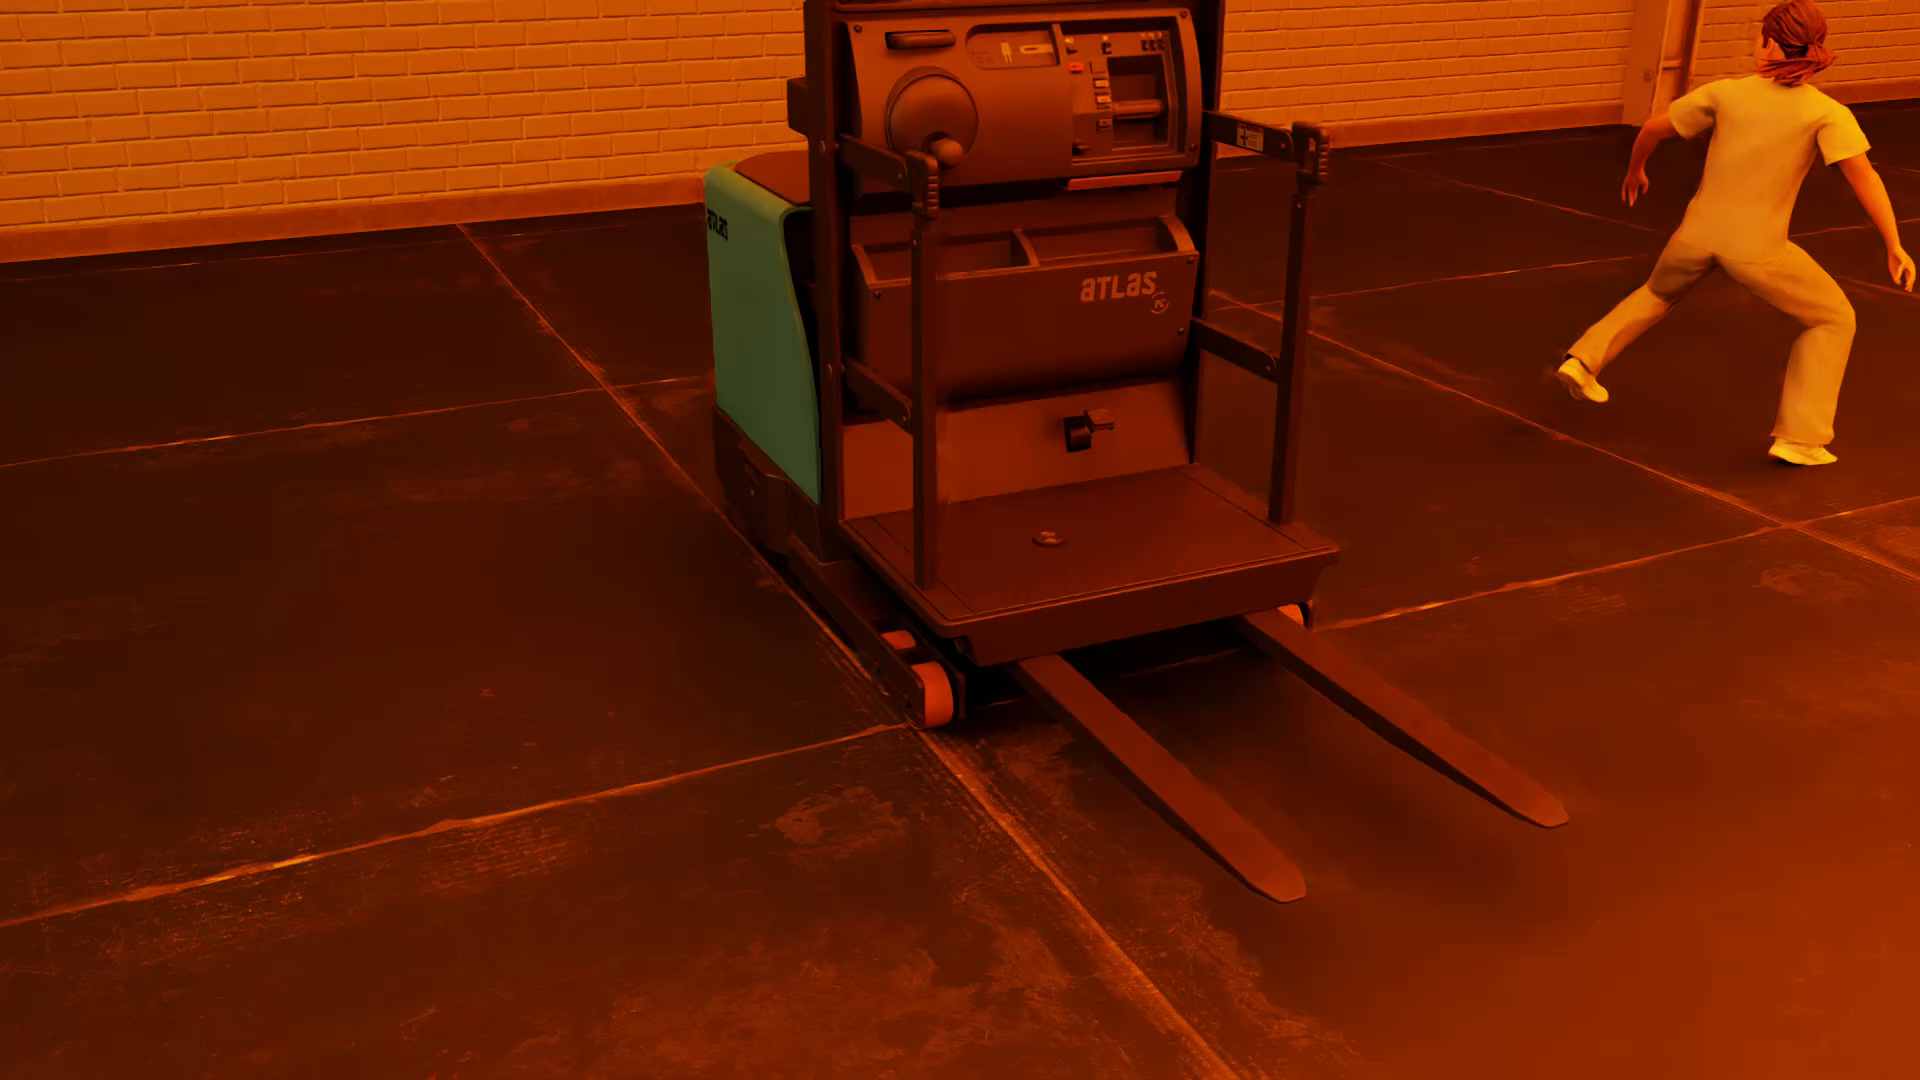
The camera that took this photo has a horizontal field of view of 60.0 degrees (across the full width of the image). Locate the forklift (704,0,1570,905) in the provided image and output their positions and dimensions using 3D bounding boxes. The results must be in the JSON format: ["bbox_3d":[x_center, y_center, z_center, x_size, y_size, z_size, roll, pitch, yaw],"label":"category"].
[{"bbox_3d":[0.263,-1.083,3.893,1.130,2.935,3.031,-10,24,-22],"label":"forklift"}]

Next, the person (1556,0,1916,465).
[{"bbox_3d":[2.673,-1.000,5.612,1.062,1.567,0.508,20,30,40],"label":"person"}]
